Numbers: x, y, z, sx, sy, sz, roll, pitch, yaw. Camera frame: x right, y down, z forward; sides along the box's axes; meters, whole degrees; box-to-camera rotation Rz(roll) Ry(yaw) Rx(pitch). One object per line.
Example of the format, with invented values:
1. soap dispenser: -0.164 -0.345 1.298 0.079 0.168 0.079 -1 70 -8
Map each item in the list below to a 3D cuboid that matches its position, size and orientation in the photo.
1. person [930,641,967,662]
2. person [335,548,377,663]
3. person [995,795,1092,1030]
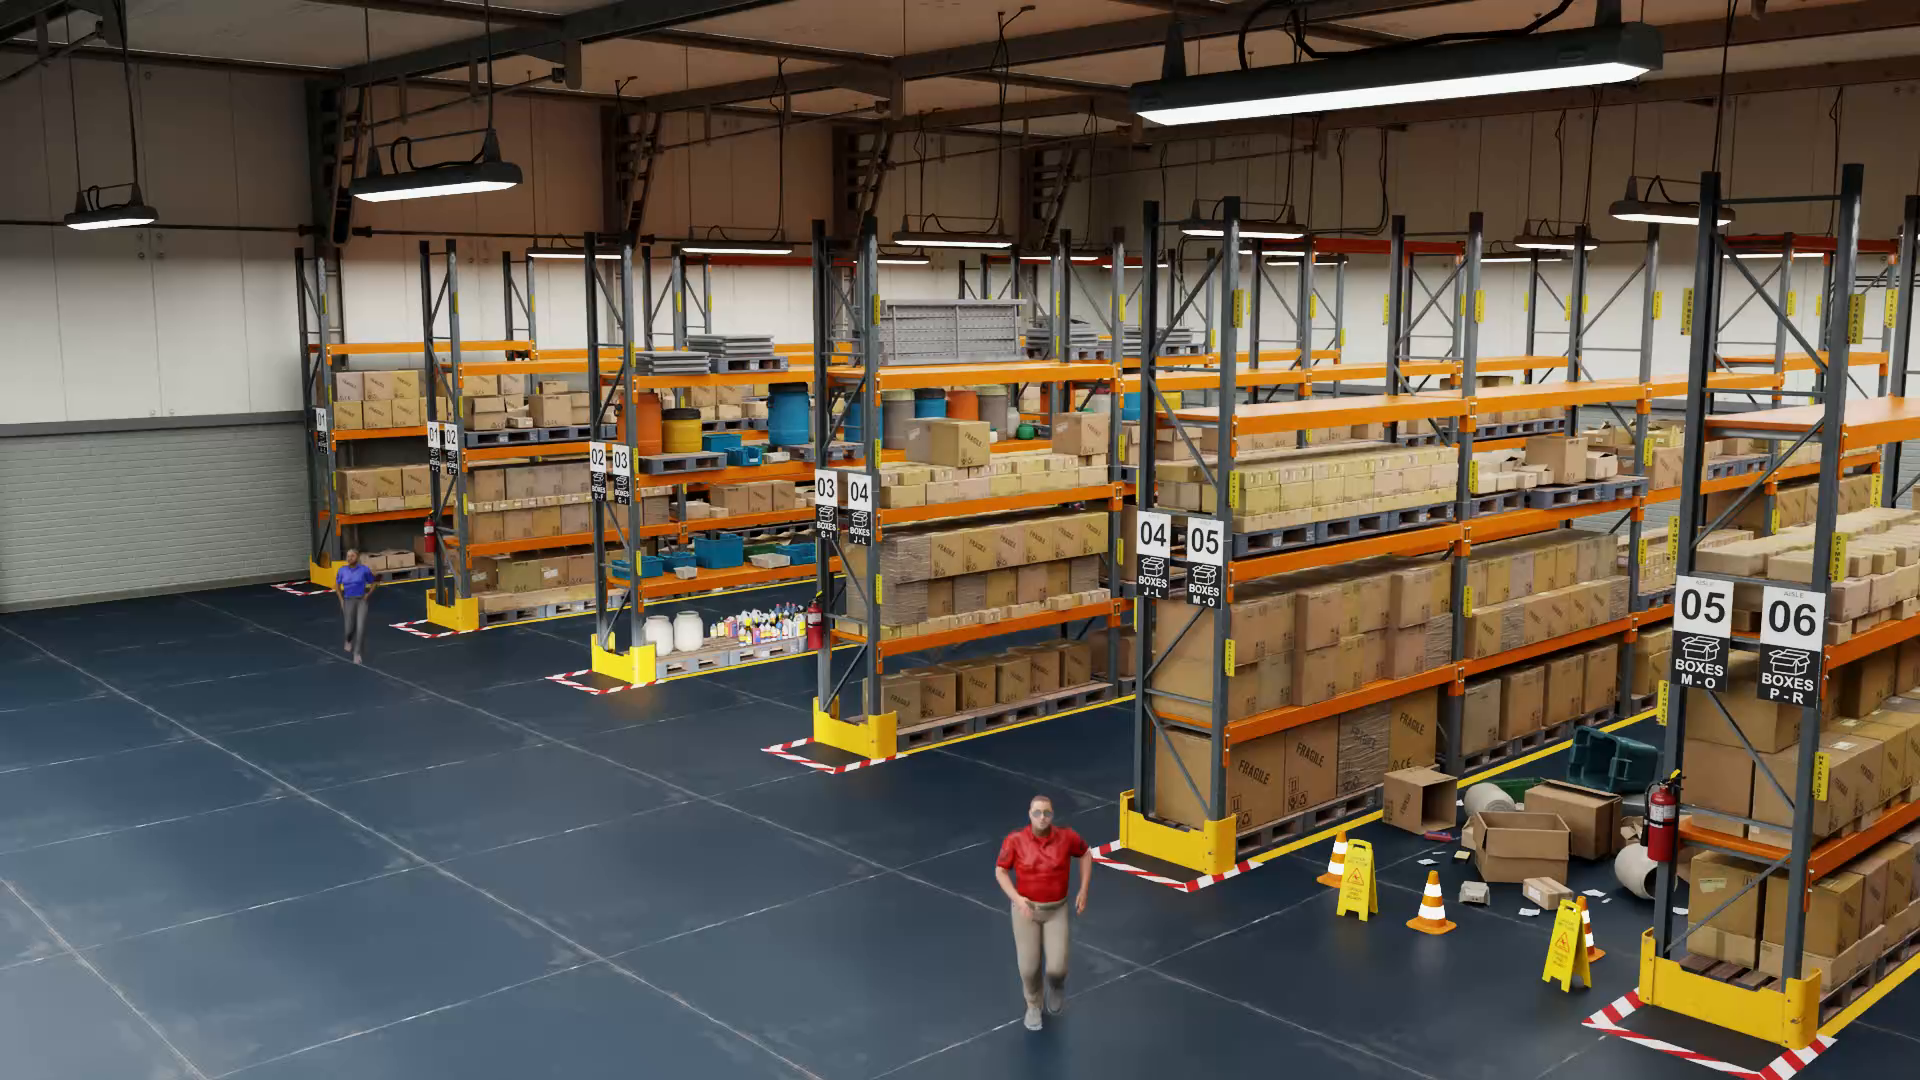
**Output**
1. person: -0.162 0.776 22.659 0.587 1.769 0.665 6 10 35
2. person: -8.575 0.927 23.644 0.572 1.617 0.597 -2 9 -15
3. person: 0.596 2.637 11.719 0.696 1.698 0.581 0 8 -1
